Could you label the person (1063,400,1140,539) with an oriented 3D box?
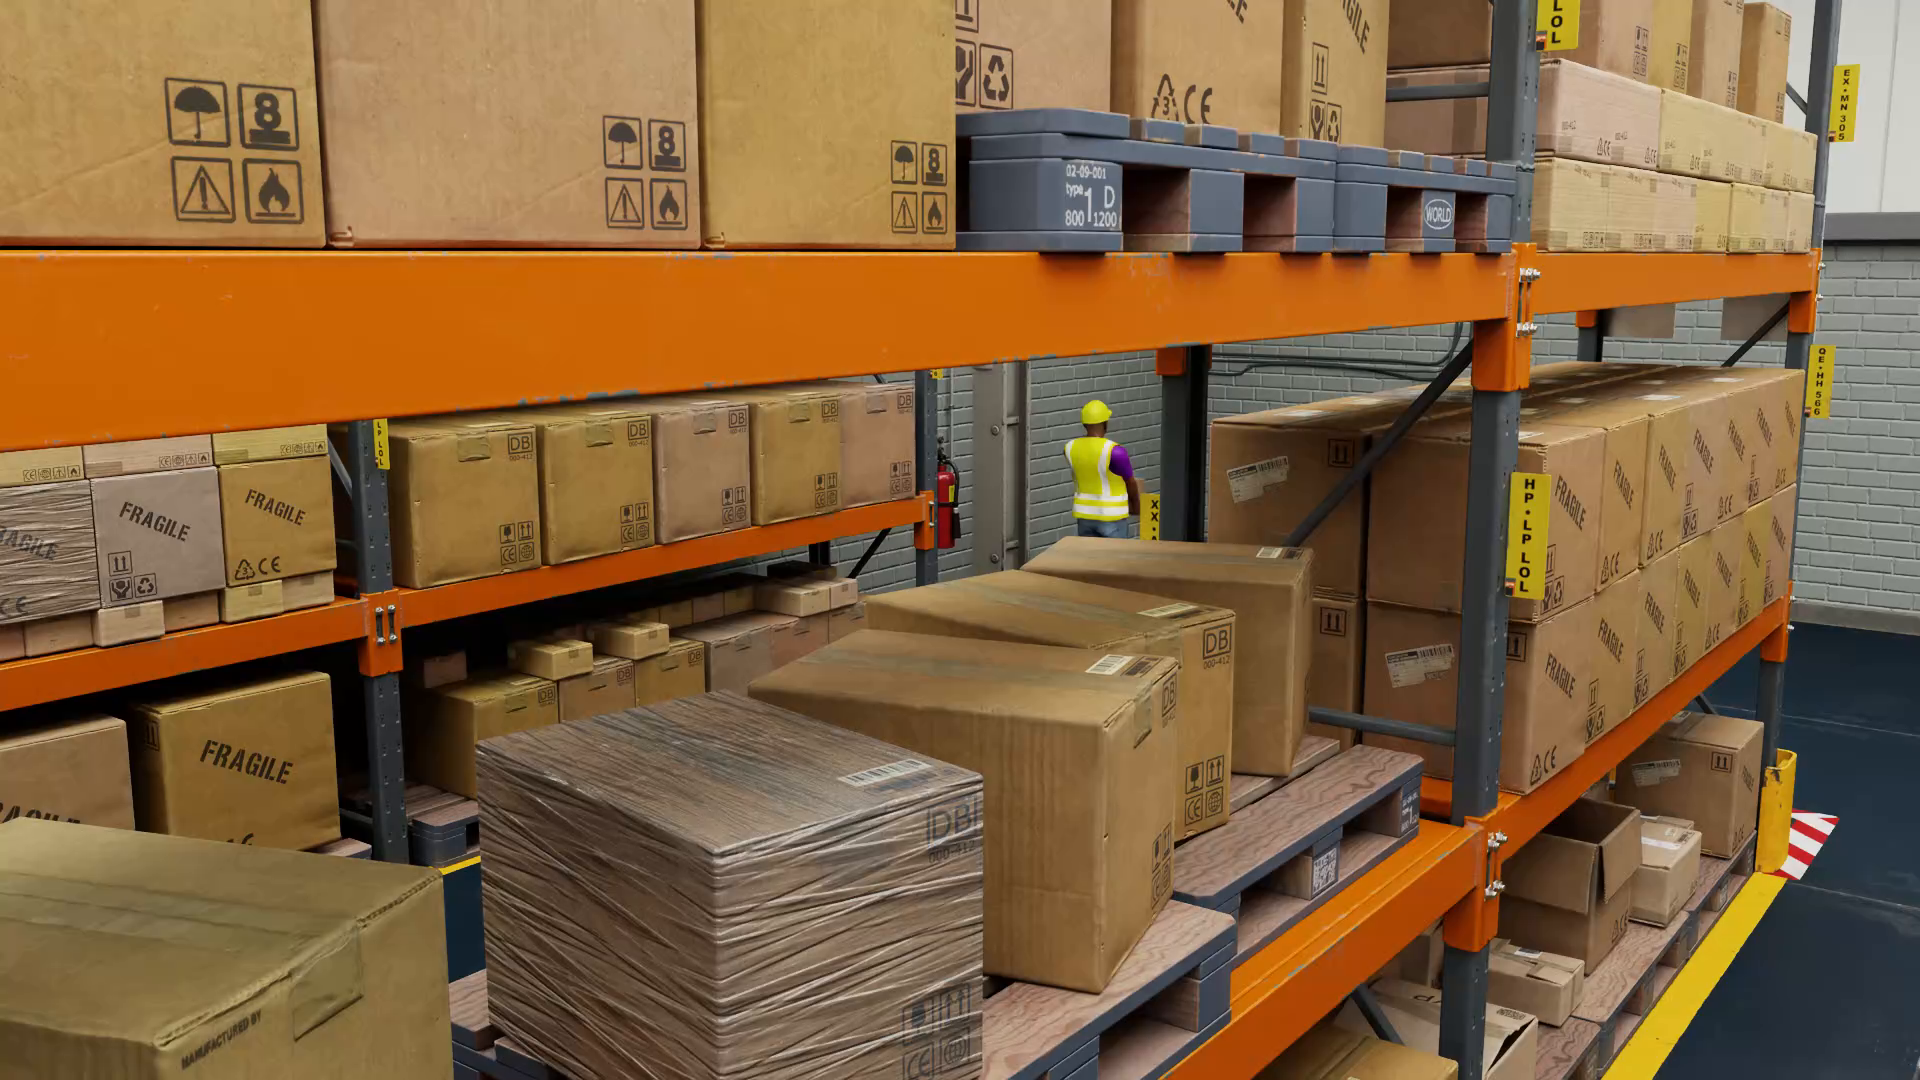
[{"bbox_3d":[1.082,-0.167,12.315,0.502,1.761,0.577,7,12,36],"label":"person"}]
